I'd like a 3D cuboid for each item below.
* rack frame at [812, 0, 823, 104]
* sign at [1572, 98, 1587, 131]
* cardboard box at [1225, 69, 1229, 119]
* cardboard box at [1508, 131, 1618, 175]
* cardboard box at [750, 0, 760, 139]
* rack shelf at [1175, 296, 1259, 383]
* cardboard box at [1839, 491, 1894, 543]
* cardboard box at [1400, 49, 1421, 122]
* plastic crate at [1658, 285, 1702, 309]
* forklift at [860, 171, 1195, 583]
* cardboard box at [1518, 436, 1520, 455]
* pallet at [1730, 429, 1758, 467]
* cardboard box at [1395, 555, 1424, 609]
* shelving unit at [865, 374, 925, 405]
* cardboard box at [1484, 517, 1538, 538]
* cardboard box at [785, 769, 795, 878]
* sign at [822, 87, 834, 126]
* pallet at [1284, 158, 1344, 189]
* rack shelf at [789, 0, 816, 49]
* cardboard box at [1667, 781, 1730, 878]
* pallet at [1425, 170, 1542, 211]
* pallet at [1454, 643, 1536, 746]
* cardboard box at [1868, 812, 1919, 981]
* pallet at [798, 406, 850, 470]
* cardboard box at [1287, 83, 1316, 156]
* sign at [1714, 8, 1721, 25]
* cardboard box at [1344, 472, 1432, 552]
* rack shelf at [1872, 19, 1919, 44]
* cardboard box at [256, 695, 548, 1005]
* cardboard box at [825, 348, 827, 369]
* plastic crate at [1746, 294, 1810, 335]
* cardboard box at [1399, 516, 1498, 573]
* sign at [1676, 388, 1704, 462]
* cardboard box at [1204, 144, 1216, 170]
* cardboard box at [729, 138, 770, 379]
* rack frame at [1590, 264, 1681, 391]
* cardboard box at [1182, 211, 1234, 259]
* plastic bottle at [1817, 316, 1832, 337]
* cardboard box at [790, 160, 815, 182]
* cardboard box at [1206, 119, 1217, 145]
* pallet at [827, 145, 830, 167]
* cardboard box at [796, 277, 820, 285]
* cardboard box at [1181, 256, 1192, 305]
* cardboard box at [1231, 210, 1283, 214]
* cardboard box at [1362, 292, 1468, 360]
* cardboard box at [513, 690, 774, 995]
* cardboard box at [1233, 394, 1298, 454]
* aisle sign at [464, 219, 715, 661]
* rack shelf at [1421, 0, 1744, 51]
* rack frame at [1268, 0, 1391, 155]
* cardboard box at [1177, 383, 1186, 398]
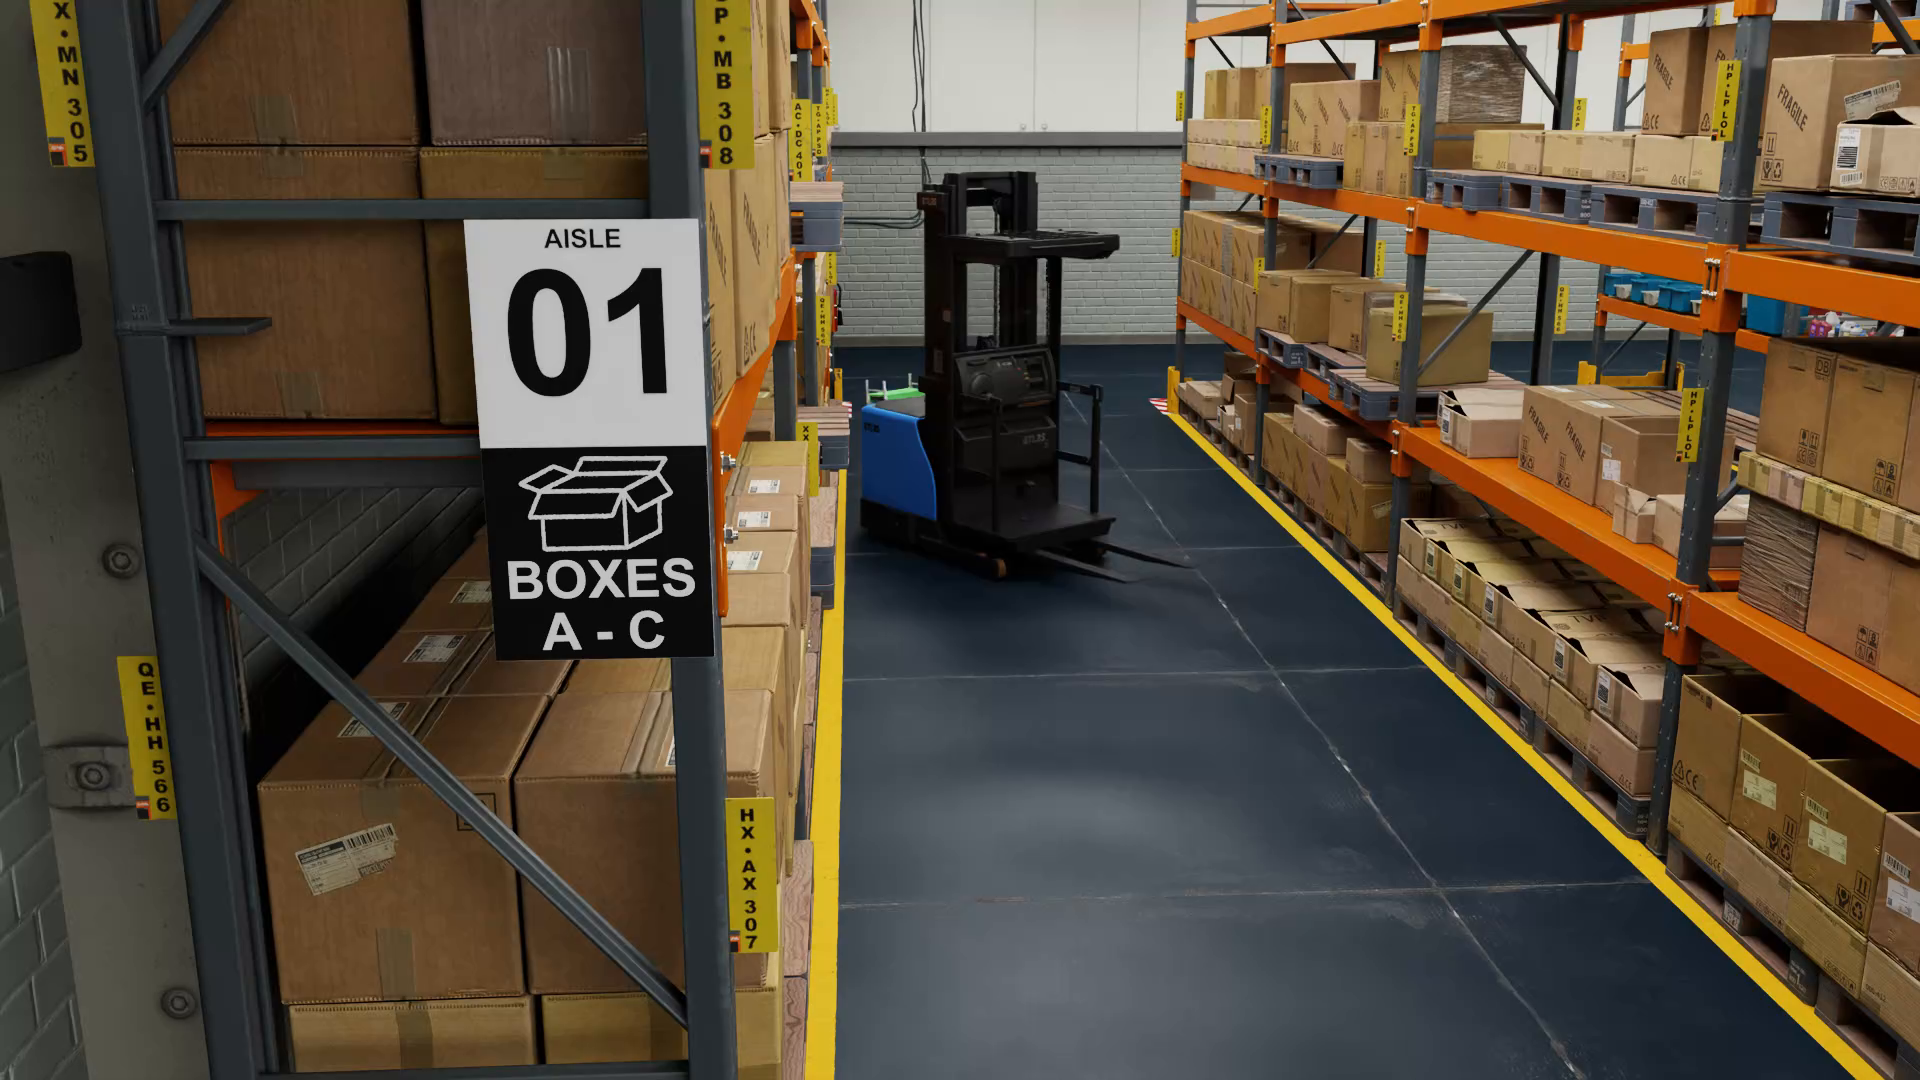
[{"bbox_3d":[-1.692,-4.809,14.158,1.000,3.000,0.127,-1,14,-3],"label":"rack frame"},{"bbox_3d":[4.054,-2.734,10.917,0.100,0.325,0.005,-1,14,-3],"label":"sign"},{"bbox_3d":[3.136,-4.585,17.101,0.700,0.500,0.500,-1,14,-3],"label":"cardboard box"},{"bbox_3d":[3.634,-2.328,9.991,0.500,0.250,0.500,0,14,-2],"label":"cardboard box"},{"bbox_3d":[-0.711,-1.139,3.667,0.500,0.500,0.500,-1,14,-4],"label":"cardboard box"},{"bbox_3d":[3.128,-2.130,17.229,1.077,0.370,4.000,-1,14,-3],"label":"rack shelf"},{"bbox_3d":[3.622,-0.092,6.363,0.380,0.149,0.250,-1,14,-4],"label":"cardboard box"},{"bbox_3d":[3.447,-3.207,11.744,0.500,0.500,0.500,-1,14,-3],"label":"cardboard box"},{"bbox_3d":[7.716,-2.605,17.848,0.416,0.233,0.300,-1,14,-3],"label":"plastic crate"},{"bbox_3d":[0.488,-1.260,12.543,1.130,2.935,3.031,-11,18,-37],"label":"forklift"},{"bbox_3d":[3.635,-0.548,10.142,0.380,0.149,0.250,0,14,1],"label":"cardboard box"},{"bbox_3d":[8.112,-0.888,16.555,1.003,0.211,1.213,-1,14,-3],"label":"pallet"},{"bbox_3d":[3.239,0.277,11.106,0.500,0.250,0.500,-1,14,-4],"label":"cardboard box"},{"bbox_3d":[-0.500,-0.782,14.125,0.503,1.200,0.258,-14,16,-42],"label":"shelving unit"},{"bbox_3d":[3.778,-0.003,11.068,0.500,0.311,0.500,-1,14,-2],"label":"cardboard box"},{"bbox_3d":[-0.734,0.762,4.807,0.500,0.250,0.500,-1,14,-4],"label":"cardboard box"},{"bbox_3d":[-1.151,-3.770,14.470,0.100,0.325,0.005,-1,14,-3],"label":"sign"},{"bbox_3d":[3.289,-2.922,13.219,1.213,0.211,1.003,-1,14,-3],"label":"pallet"},{"bbox_3d":[-1.320,-2.775,8.497,1.077,0.370,4.000,-1,14,-3],"label":"rack shelf"},{"bbox_3d":[3.474,1.257,7.297,0.500,0.250,0.500,-1,14,-3],"label":"cardboard box"},{"bbox_3d":[3.631,-2.180,10.339,1.213,0.211,1.003,0,14,-1],"label":"pallet"},{"bbox_3d":[3.584,0.872,9.712,1.003,0.211,1.213,-1,14,-3],"label":"pallet"},{"bbox_3d":[3.559,1.267,5.753,0.500,0.500,0.500,-1,14,-3],"label":"cardboard box"},{"bbox_3d":[-1.294,-0.640,10.380,1.213,0.211,1.003,-1,14,-3],"label":"pallet"},{"bbox_3d":[3.209,-3.607,14.264,0.600,0.600,0.600,-2,15,-9],"label":"cardboard box"},{"bbox_3d":[8.496,-5.813,18.707,0.100,0.325,0.005,-1,14,-3],"label":"sign"},{"bbox_3d":[3.207,-0.218,12.486,0.500,0.500,0.500,0,14,-1],"label":"cardboard box"},{"bbox_3d":[8.320,-3.922,12.958,1.077,0.370,4.000,-1,14,-3],"label":"rack shelf"},{"bbox_3d":[-1.190,0.667,3.672,0.500,0.500,0.500,-1,14,-4],"label":"cardboard box"},{"bbox_3d":[-1.303,-1.520,13.877,0.380,0.149,0.250,-1,14,-3],"label":"cardboard box"},{"bbox_3d":[7.826,-2.189,15.925,0.392,0.384,0.575,-1,14,-3],"label":"plastic crate"},{"bbox_3d":[3.239,0.005,11.036,0.500,0.311,0.500,0,14,-2],"label":"cardboard box"},{"bbox_3d":[3.206,-0.503,7.297,0.100,0.325,0.005,-1,14,-3],"label":"sign"},{"bbox_3d":[2.833,-3.975,17.238,0.500,0.250,0.500,-1,14,-3],"label":"cardboard box"},{"bbox_3d":[-0.718,-0.651,3.777,0.500,0.500,0.500,0,14,0],"label":"cardboard box"},{"bbox_3d":[7.948,-3.051,19.366,1.000,3.000,0.127,-1,14,-3],"label":"rack frame"},{"bbox_3d":[2.768,-3.394,18.491,0.500,0.500,0.500,0,14,-2],"label":"cardboard box"},{"bbox_3d":[7.801,-1.869,15.005,0.061,0.283,0.133,-1,14,-3],"label":"plastic bottle"},{"bbox_3d":[-1.130,-2.153,9.994,0.500,0.311,0.500,-1,14,-3],"label":"cardboard box"},{"bbox_3d":[2.837,-4.217,17.176,0.500,0.250,0.500,-1,14,-3],"label":"cardboard box"},{"bbox_3d":[-1.805,-3.820,16.510,1.003,0.211,1.213,-1,14,-3],"label":"pallet"},{"bbox_3d":[-1.249,-1.725,11.867,0.500,0.250,0.500,-1,14,-4],"label":"cardboard box"},{"bbox_3d":[2.768,-2.910,18.615,0.500,0.500,0.500,-1,14,-2],"label":"cardboard box"},{"bbox_3d":[3.306,-3.402,18.522,0.500,0.500,0.500,-1,14,-4],"label":"cardboard box"},{"bbox_3d":[3.482,-1.623,12.772,0.700,0.500,0.500,2,15,7],"label":"cardboard box"},{"bbox_3d":[-0.678,0.657,3.708,0.500,0.500,0.500,-1,14,-3],"label":"cardboard box"},{"bbox_3d":[2.933,-1.121,15.996,0.500,0.500,0.500,-1,14,-3],"label":"cardboard box"},{"bbox_3d":[-0.645,-0.165,2.930,0.394,0.787,0.004,-1,14,-3],"label":"aisle sign"},{"bbox_3d":[3.624,-2.852,8.798,1.077,0.370,4.000,-1,14,-3],"label":"rack shelf"},{"bbox_3d":[3.252,-4.886,14.458,1.000,3.000,0.127,-1,14,-3],"label":"rack frame"},{"bbox_3d":[2.687,-1.699,18.947,0.380,0.149,0.250,-1,14,-3],"label":"cardboard box"}]
